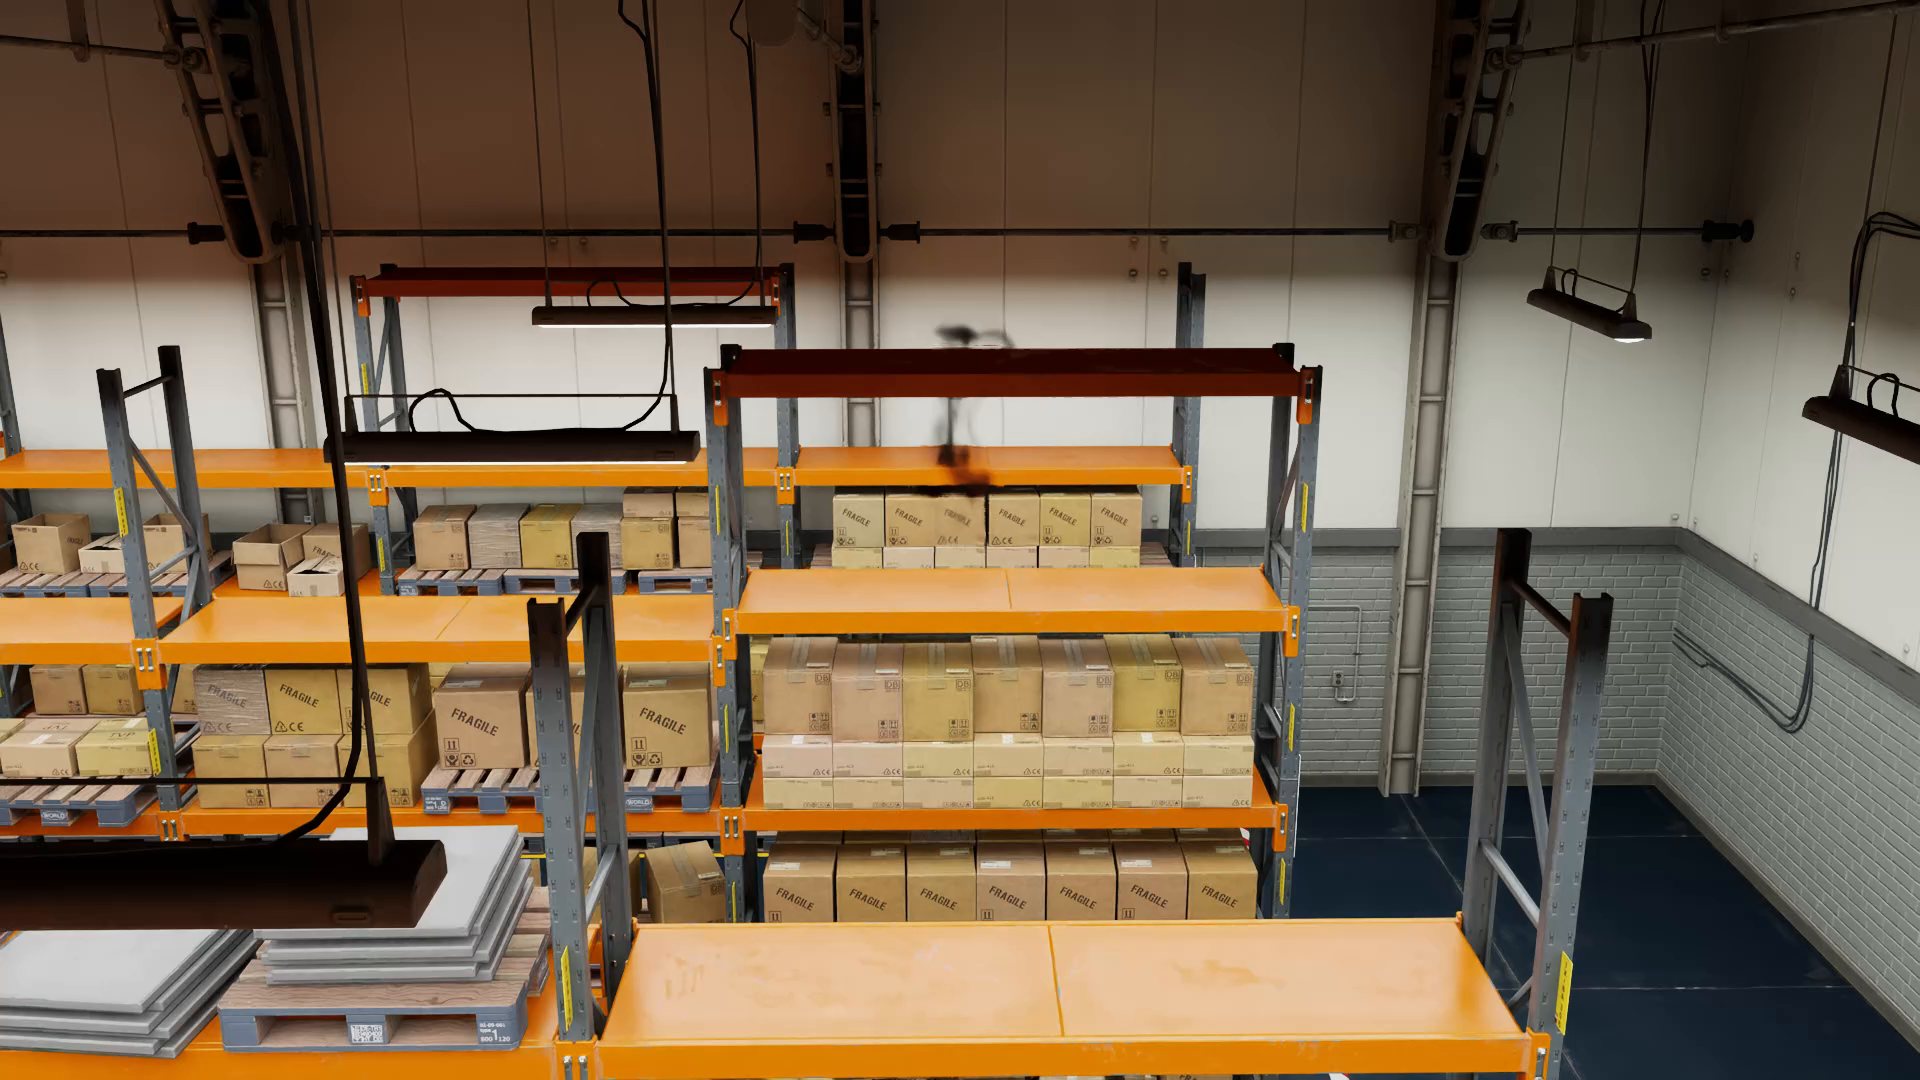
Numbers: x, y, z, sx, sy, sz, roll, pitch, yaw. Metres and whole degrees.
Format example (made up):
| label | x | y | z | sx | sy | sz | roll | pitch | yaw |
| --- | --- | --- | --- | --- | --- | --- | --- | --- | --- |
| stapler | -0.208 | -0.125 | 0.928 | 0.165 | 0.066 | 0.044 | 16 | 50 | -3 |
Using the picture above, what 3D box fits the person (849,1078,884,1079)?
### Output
| label | x | y | z | sx | sy | sz | roll | pitch | yaw |
| --- | --- | --- | --- | --- | --- | --- | --- | --- | --- |
| person | -0.593 | 4.211 | 11.188 | 0.862 | 1.609 | 0.537 | -2 | 16 | -6 |
